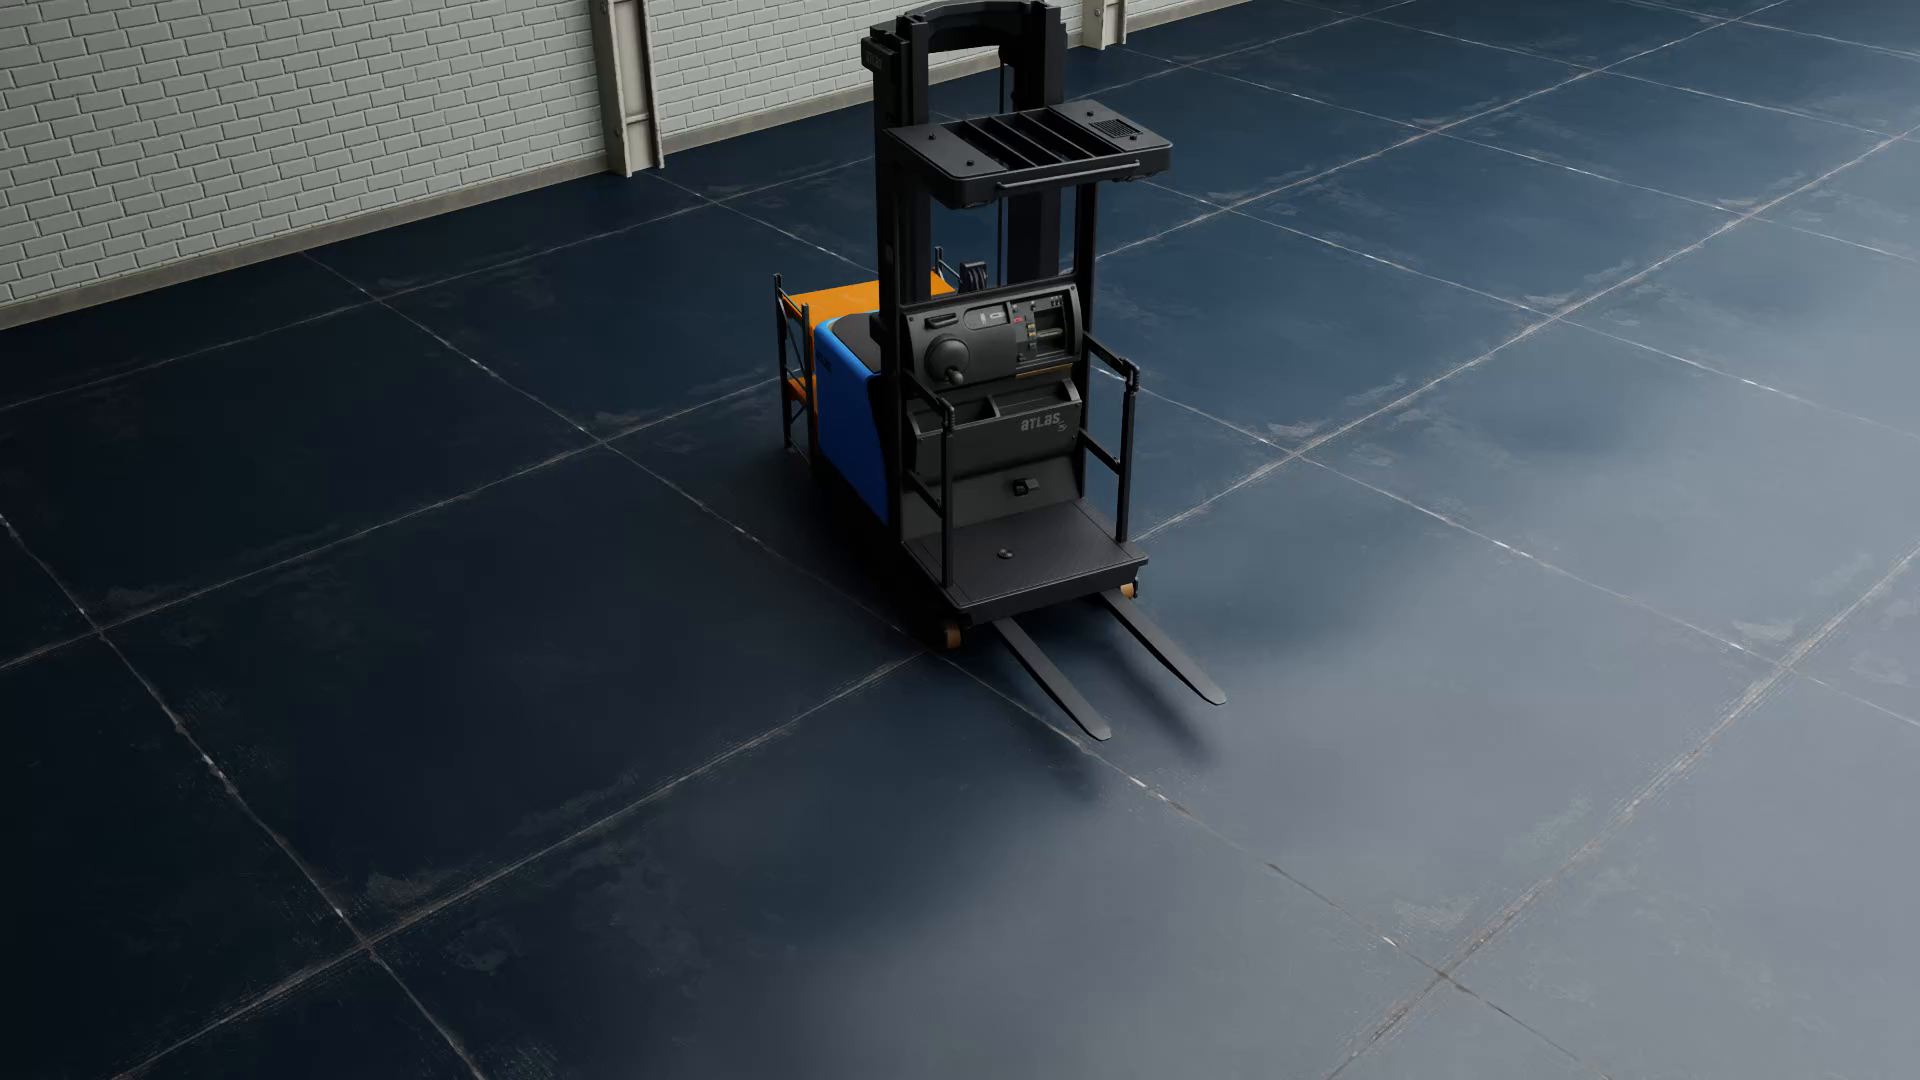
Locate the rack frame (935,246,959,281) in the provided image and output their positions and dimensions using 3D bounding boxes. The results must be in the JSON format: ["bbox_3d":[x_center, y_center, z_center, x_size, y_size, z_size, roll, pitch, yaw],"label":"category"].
[{"bbox_3d":[-0.034,-1.162,10.072,0.032,1.125,0.500,-14,34,-21],"label":"rack frame"}]

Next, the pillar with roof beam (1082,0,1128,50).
[{"bbox_3d":[4.485,-7.585,13.029,0.400,9.000,9.100,-26,40,-35],"label":"pillar with roof beam"}]

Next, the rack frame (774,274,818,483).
[{"bbox_3d":[-0.957,-0.939,9.708,0.032,1.125,0.500,-14,34,-21],"label":"rack frame"}]

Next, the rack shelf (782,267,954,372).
[{"bbox_3d":[-0.496,-1.300,9.737,1.000,0.278,0.538,-14,34,-21],"label":"rack shelf"}]

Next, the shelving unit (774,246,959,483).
[{"bbox_3d":[-0.496,-1.051,9.890,1.048,1.125,0.538,-14,34,-21],"label":"shelving unit"}]

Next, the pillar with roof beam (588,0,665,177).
[{"bbox_3d":[0.086,-5.457,9.548,0.400,9.000,9.100,-26,40,-35],"label":"pillar with roof beam"}]

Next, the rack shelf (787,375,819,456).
[{"bbox_3d":[-0.496,-0.842,10.017,1.000,0.278,0.538,-14,34,-21],"label":"rack shelf"}]

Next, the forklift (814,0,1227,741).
[{"bbox_3d":[0.269,-0.958,8.006,1.130,2.935,3.031,-14,34,-22],"label":"forklift"}]
